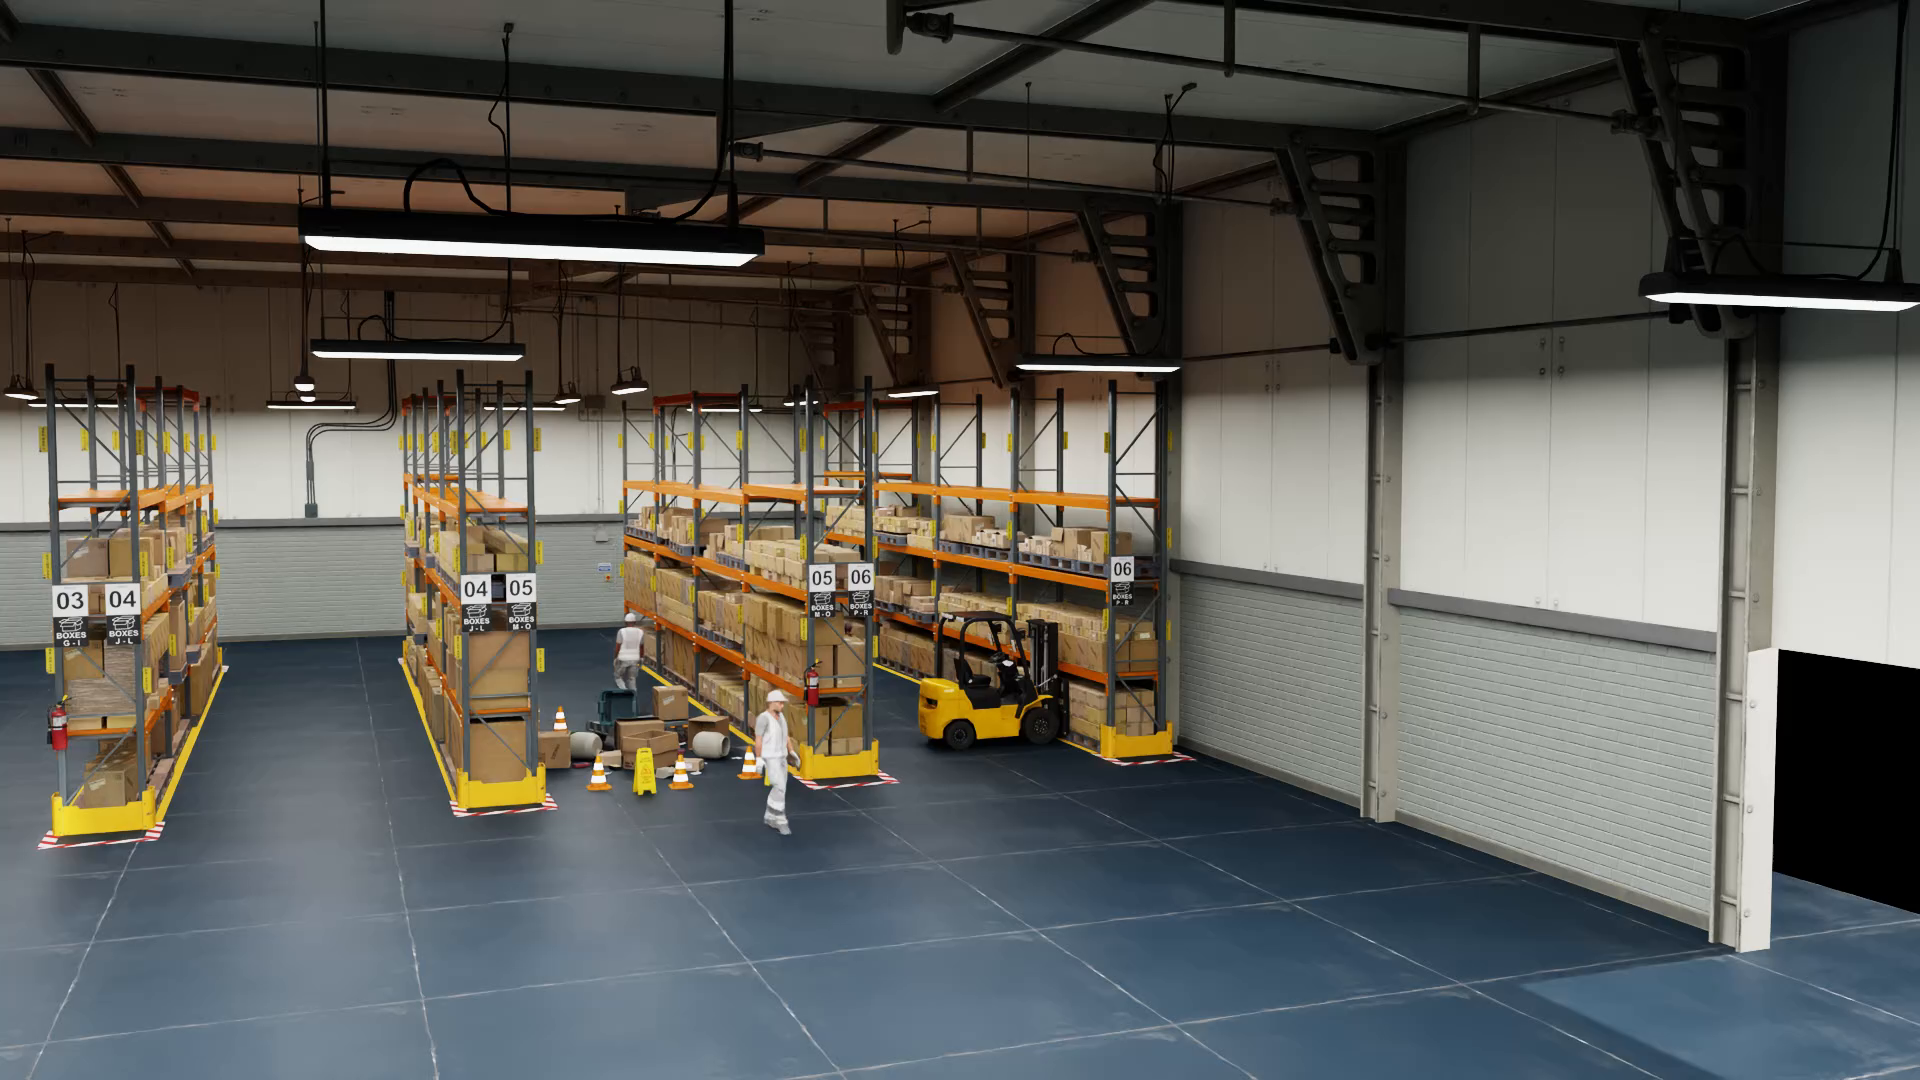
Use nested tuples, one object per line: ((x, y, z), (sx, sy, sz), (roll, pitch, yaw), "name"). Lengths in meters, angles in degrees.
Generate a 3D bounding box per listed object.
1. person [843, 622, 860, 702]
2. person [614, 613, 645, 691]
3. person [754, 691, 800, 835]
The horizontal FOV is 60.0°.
((-2.068, 2.382, 31.020), (0.481, 1.717, 0.595), (-2, 4, -26), "person")
((-6.233, 2.271, 31.326), (0.605, 1.780, 0.457), (-2, 4, -26), "person")
((-2.328, 2.872, 21.504), (0.585, 1.839, 0.565), (2, 4, 28), "person")
